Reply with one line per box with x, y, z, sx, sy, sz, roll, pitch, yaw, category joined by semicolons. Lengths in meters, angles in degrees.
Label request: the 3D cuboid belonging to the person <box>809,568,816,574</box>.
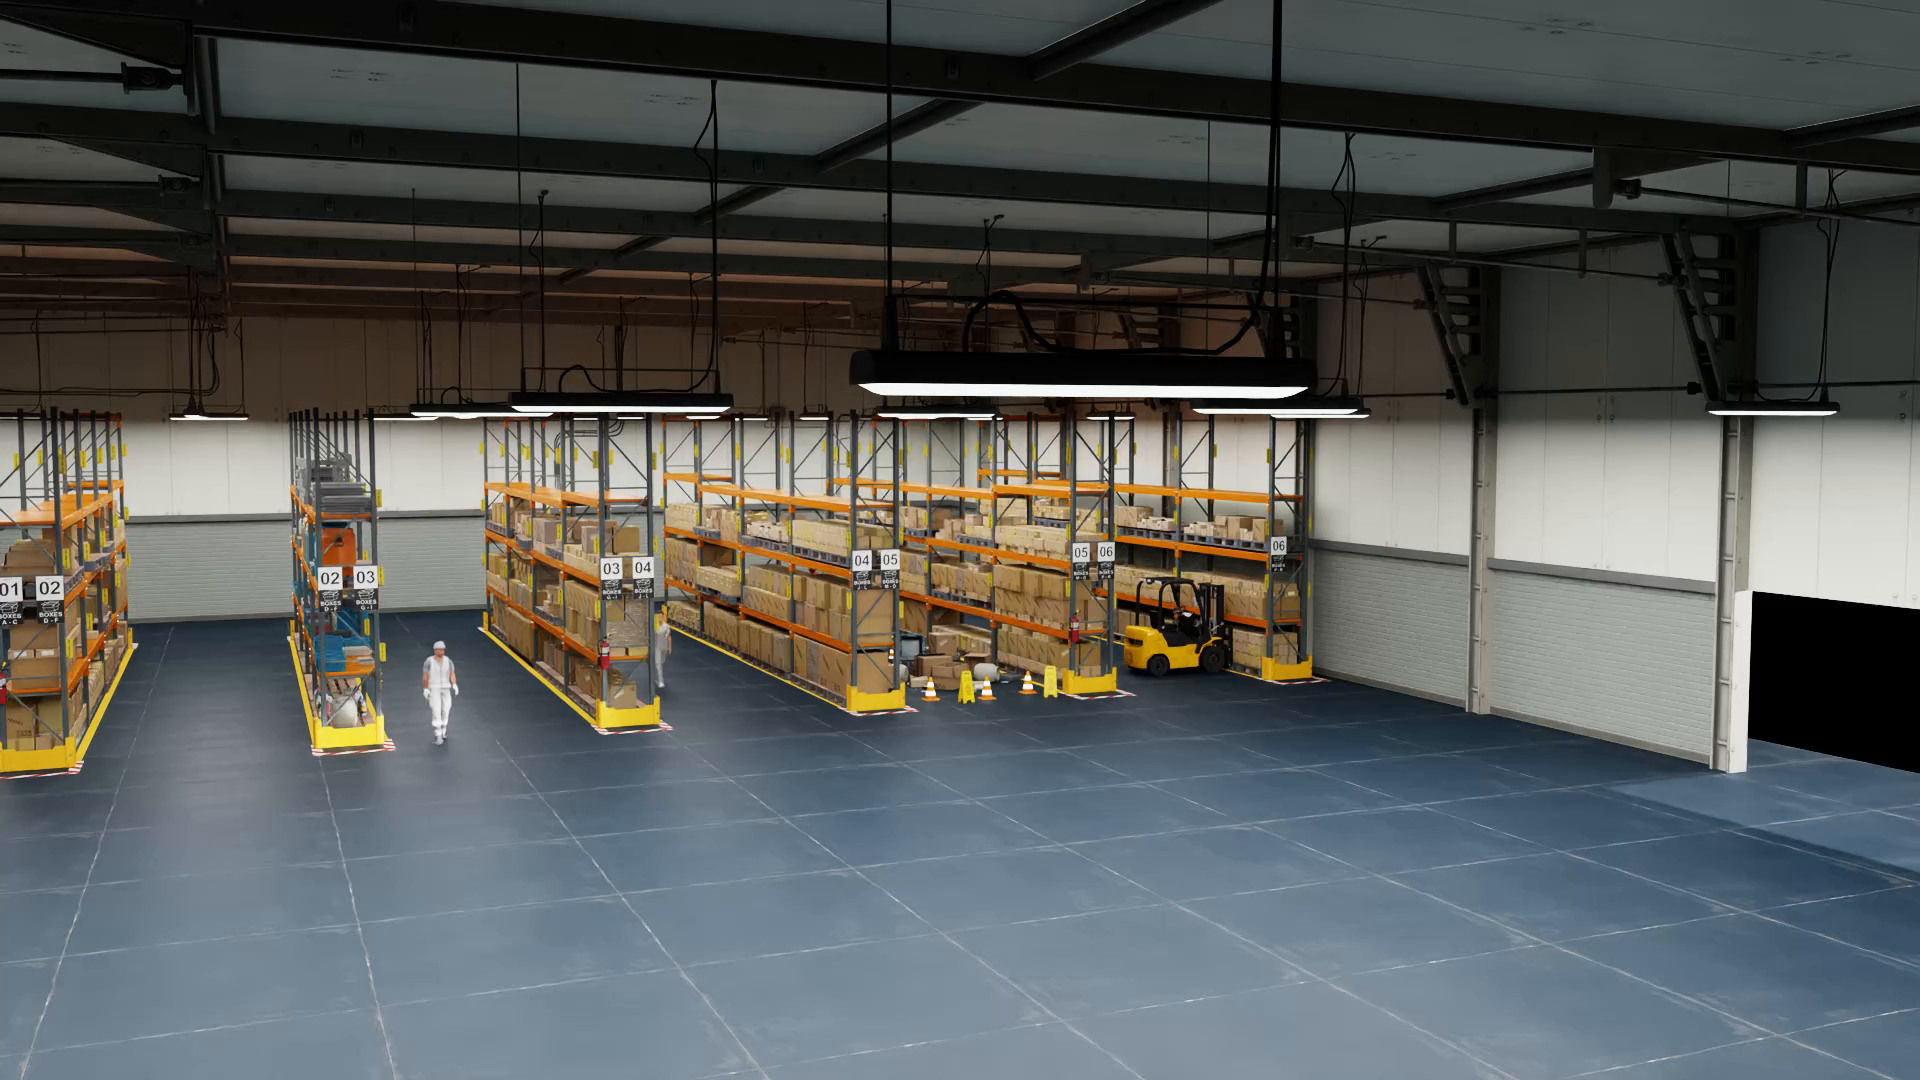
-4.254;1.573;48.199;0.358;1.655;0.455;3;5;32;person

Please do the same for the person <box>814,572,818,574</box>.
-3.883;1.749;43.879;0.631;1.788;0.464;-2;4;-21;person

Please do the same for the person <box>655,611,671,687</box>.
-6.492;2.355;36.155;0.456;1.623;0.964;-3;5;-35;person

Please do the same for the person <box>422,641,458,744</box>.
-9.338;2.744;30.016;0.553;1.792;0.756;-3;5;-35;person
